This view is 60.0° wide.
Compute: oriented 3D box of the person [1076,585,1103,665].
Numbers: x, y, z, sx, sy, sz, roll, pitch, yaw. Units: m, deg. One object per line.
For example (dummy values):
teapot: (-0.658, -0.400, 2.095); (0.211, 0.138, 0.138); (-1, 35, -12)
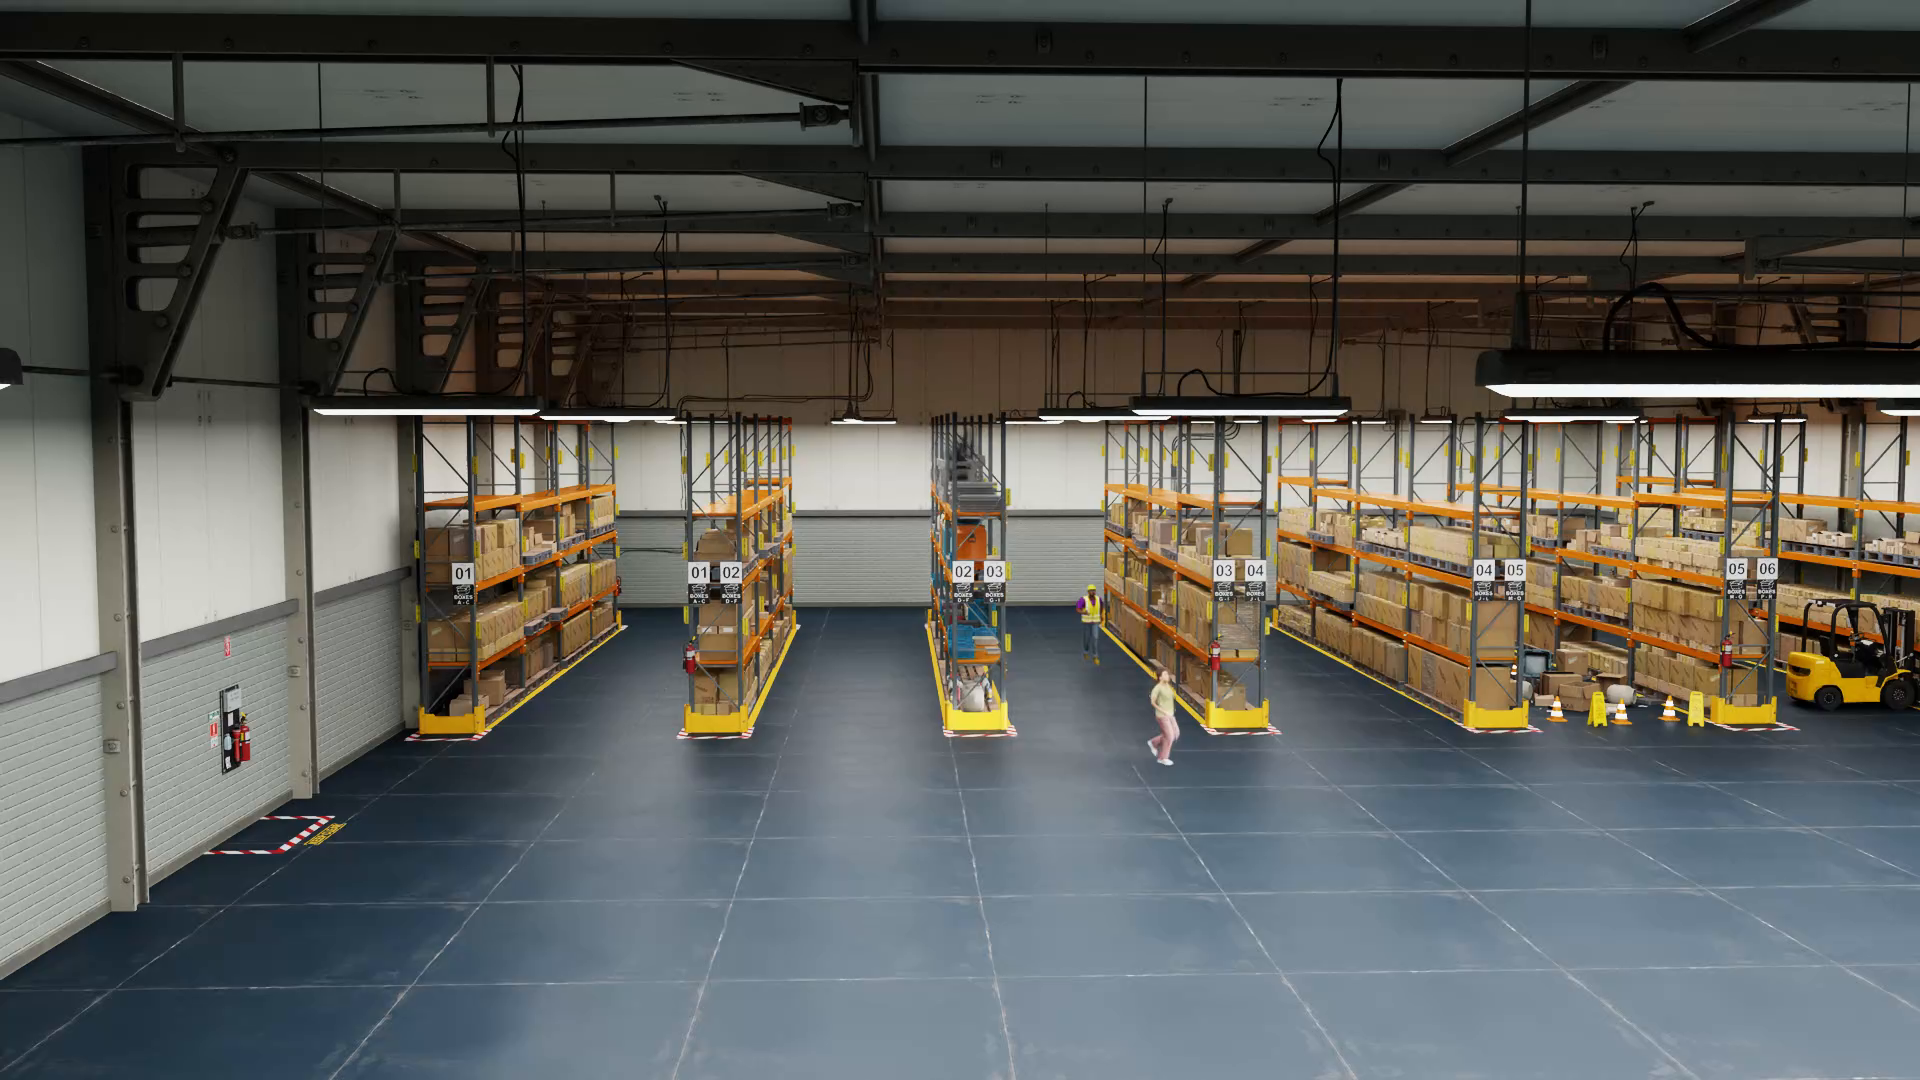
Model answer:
person: (3.007, 1.932, 38.395); (0.681, 1.818, 0.806); (0, 4, -6)

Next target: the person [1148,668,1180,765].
person: (3.461, 2.991, 28.260); (0.494, 1.636, 0.580); (3, 5, 35)

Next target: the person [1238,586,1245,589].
person: (7.933, 1.771, 46.156); (0.646, 1.659, 0.618); (0, 4, 6)
